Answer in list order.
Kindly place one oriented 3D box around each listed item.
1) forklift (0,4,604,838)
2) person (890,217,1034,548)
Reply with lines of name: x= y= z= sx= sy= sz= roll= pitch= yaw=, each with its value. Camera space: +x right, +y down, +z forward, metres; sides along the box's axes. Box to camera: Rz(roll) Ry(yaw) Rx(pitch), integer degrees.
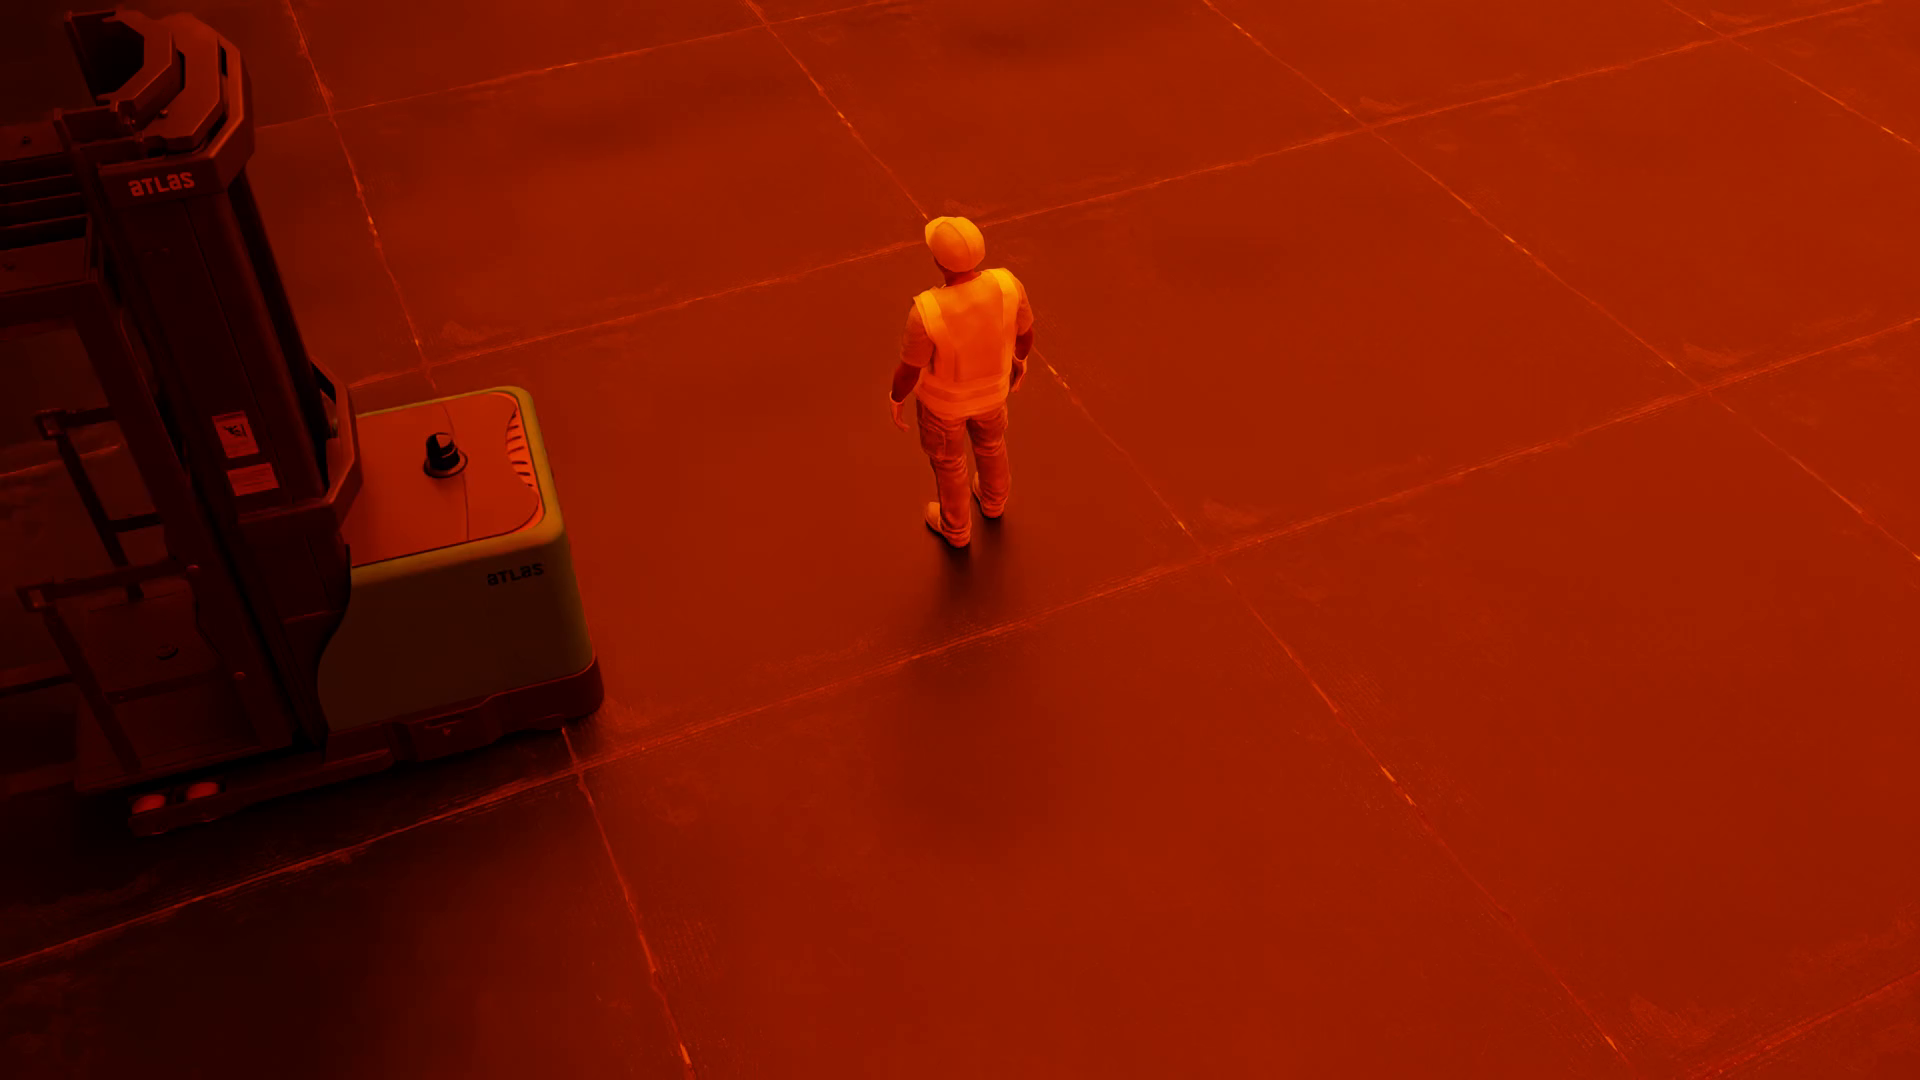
forklift: x=-3.076 y=-0.314 z=6.016 sx=3.031 sy=2.935 sz=1.130 roll=-13 pitch=45 yaw=-14
person: x=-0.022 y=-0.704 z=7.265 sx=0.656 sy=1.781 sz=0.577 roll=-18 pitch=46 yaw=-18
